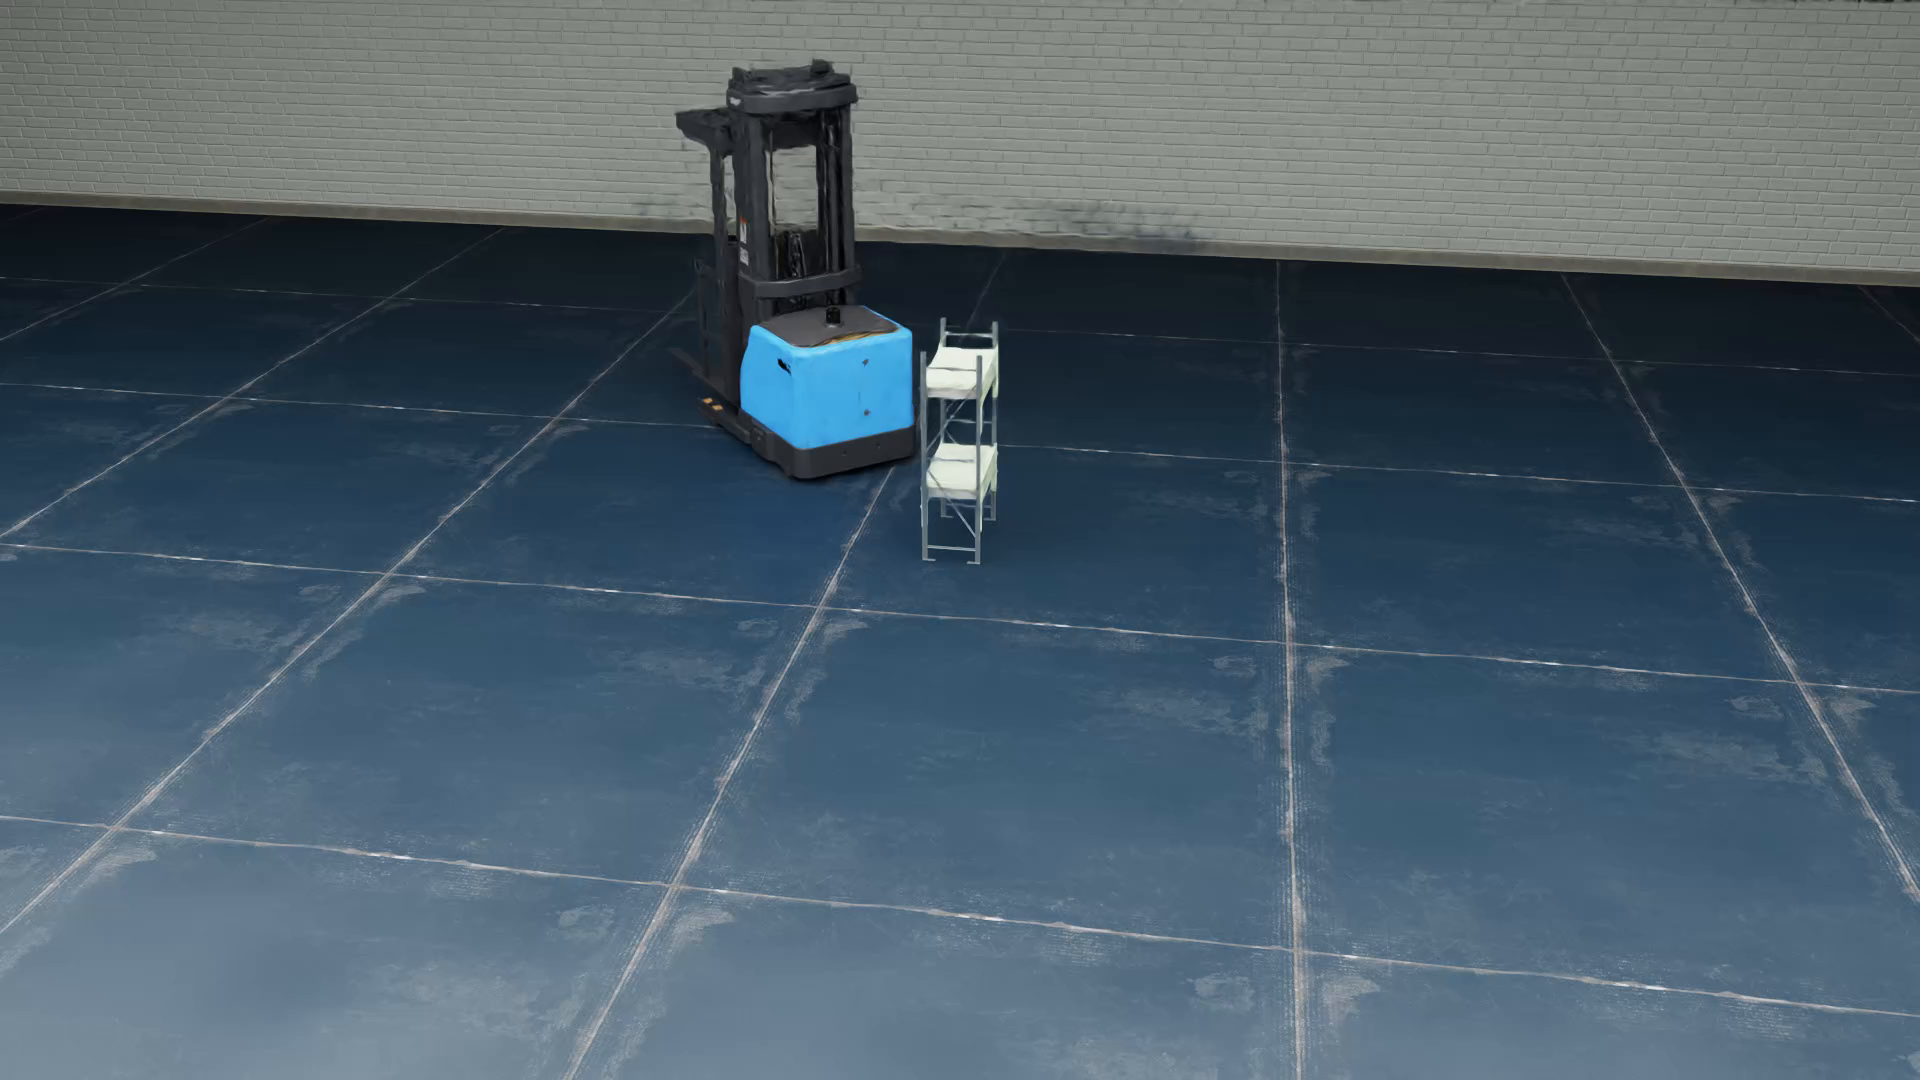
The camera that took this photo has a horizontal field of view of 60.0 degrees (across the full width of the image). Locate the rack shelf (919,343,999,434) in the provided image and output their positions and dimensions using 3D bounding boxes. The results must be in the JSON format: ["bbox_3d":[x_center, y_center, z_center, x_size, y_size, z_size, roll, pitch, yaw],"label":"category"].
[{"bbox_3d":[0.001,-1.036,11.273,0.431,0.370,0.720,4,25,9],"label":"rack shelf"}]

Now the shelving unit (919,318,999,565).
[{"bbox_3d":[0.001,-0.682,11.438,0.431,1.500,0.755,4,25,9],"label":"shelving unit"}]

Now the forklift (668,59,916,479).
[{"bbox_3d":[-1.543,-2.371,13.358,1.130,2.935,3.031,-15,29,-28],"label":"forklift"}]

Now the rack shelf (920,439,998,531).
[{"bbox_3d":[0.001,-0.387,11.576,0.431,0.370,0.720,4,25,9],"label":"rack shelf"}]

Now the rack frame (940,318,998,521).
[{"bbox_3d":[0.061,-0.835,11.765,0.400,1.500,0.023,4,25,9],"label":"rack frame"}]

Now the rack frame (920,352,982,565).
[{"bbox_3d":[-0.059,-0.529,11.111,0.400,1.500,0.023,4,25,9],"label":"rack frame"}]
